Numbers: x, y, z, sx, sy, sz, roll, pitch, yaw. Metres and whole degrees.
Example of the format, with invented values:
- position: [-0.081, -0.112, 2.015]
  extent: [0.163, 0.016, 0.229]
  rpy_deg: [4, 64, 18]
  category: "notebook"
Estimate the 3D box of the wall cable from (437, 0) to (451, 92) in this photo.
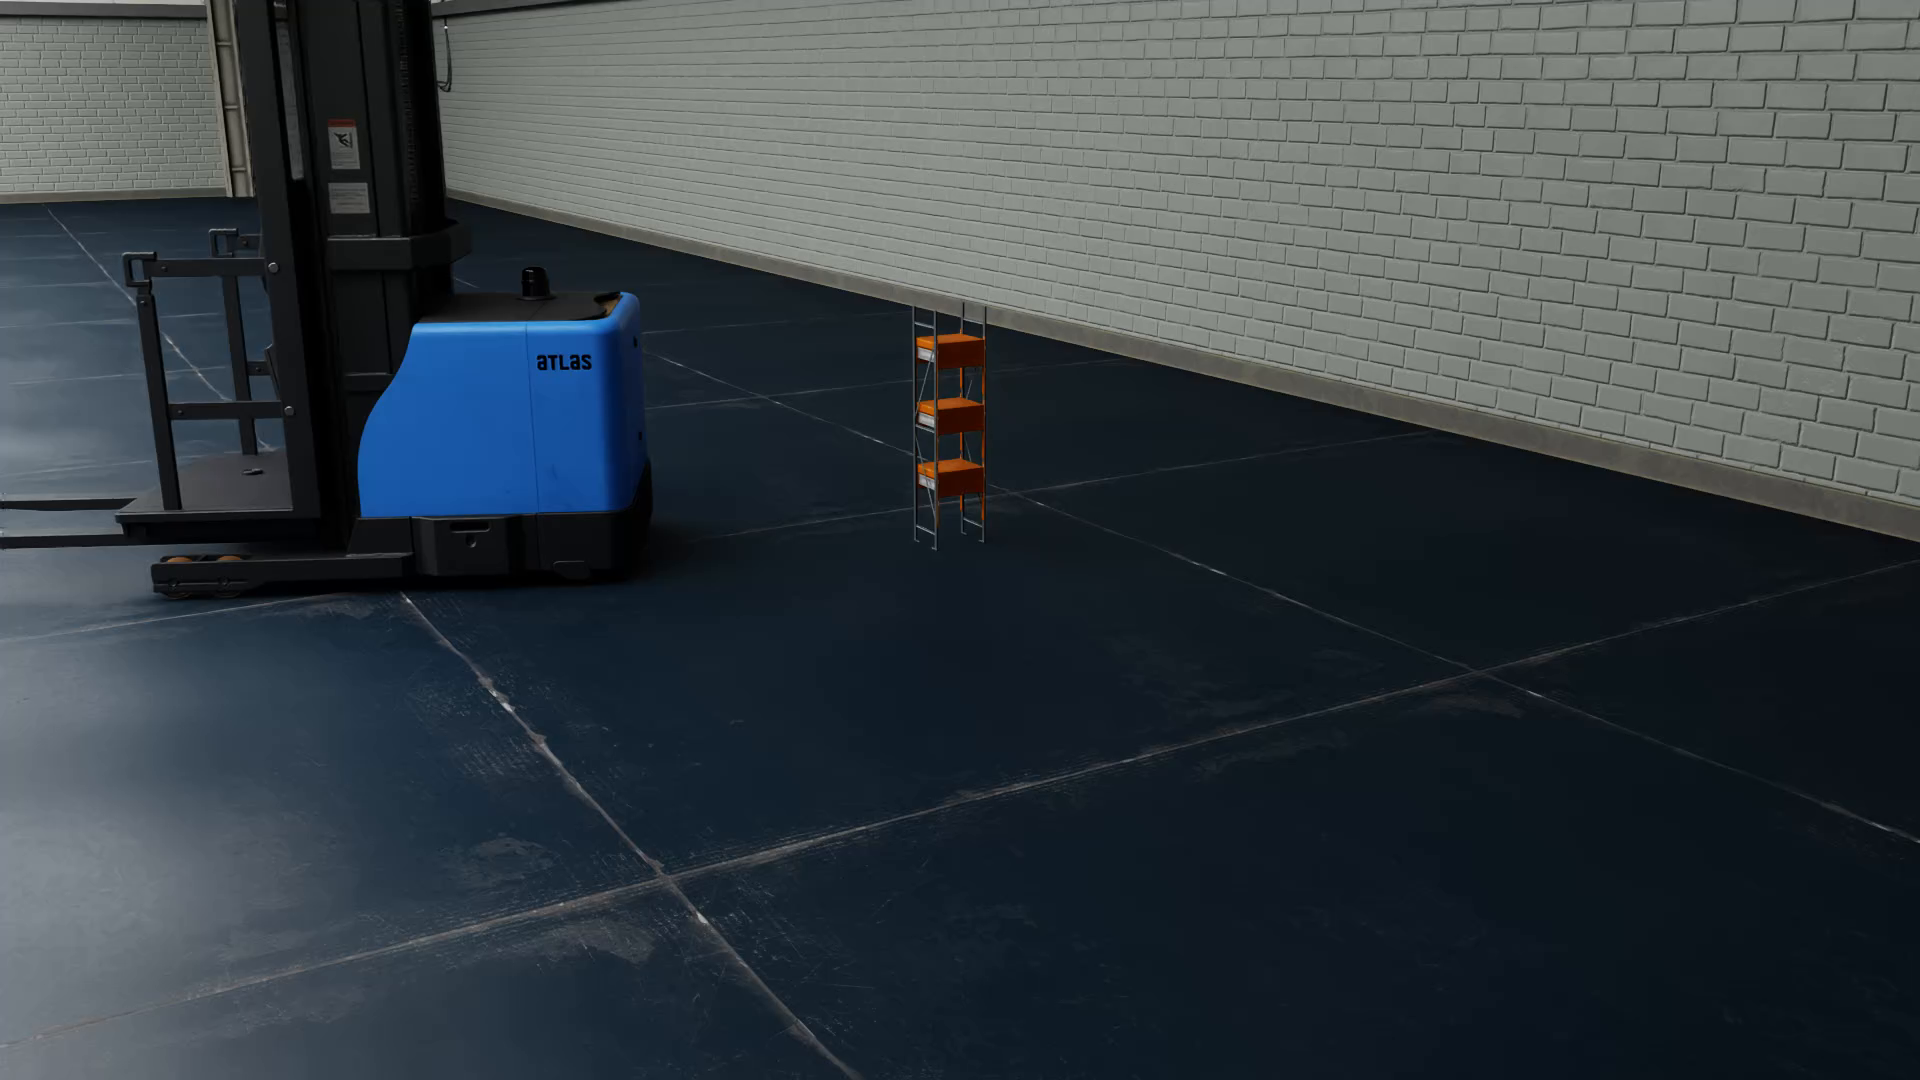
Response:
- position: [-9.058, -8.801, 27.919]
  extent: [0.112, 2.526, 3.097]
  rpy_deg: [-9, 18, -30]
  category: "wall cable"

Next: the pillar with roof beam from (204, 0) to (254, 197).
- position: [-10.047, -9.197, 23.577]
  extent: [0.400, 9.000, 9.100]
  rpy_deg: [-9, 18, -30]
  category: "pillar with roof beam"

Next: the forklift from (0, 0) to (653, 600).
- position: [-2.879, -1.325, 6.737]
  extent: [3.031, 2.935, 1.130]
  rpy_deg: [-2, 16, -6]
  category: "forklift"

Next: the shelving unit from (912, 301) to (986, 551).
- position: [-0.046, -0.498, 7.272]
  extent: [0.252, 1.050, 0.215]
  rpy_deg: [-9, 18, -30]
  category: "shelving unit"

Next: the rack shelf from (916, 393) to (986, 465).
- position: [-0.046, -0.488, 7.275]
  extent: [0.240, 0.259, 0.215]
  rpy_deg: [-9, 18, -30]
  category: "rack shelf"

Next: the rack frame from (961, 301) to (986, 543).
- position: [0.059, -0.515, 7.333]
  extent: [0.008, 1.050, 0.200]
  rpy_deg: [-9, 18, -30]
  category: "rack frame"

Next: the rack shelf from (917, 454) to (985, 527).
- position: [-0.046, -0.220, 7.350]
  extent: [0.240, 0.259, 0.215]
  rpy_deg: [-9, 18, -30]
  category: "rack shelf"

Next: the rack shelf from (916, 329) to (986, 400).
- position: [-0.046, -0.761, 7.199]
  extent: [0.240, 0.259, 0.215]
  rpy_deg: [-9, 18, -30]
  category: "rack shelf"

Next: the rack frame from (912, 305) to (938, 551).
- position: [-0.150, -0.481, 7.212]
  extent: [0.008, 1.050, 0.200]
  rpy_deg: [-9, 18, -30]
  category: "rack frame"
